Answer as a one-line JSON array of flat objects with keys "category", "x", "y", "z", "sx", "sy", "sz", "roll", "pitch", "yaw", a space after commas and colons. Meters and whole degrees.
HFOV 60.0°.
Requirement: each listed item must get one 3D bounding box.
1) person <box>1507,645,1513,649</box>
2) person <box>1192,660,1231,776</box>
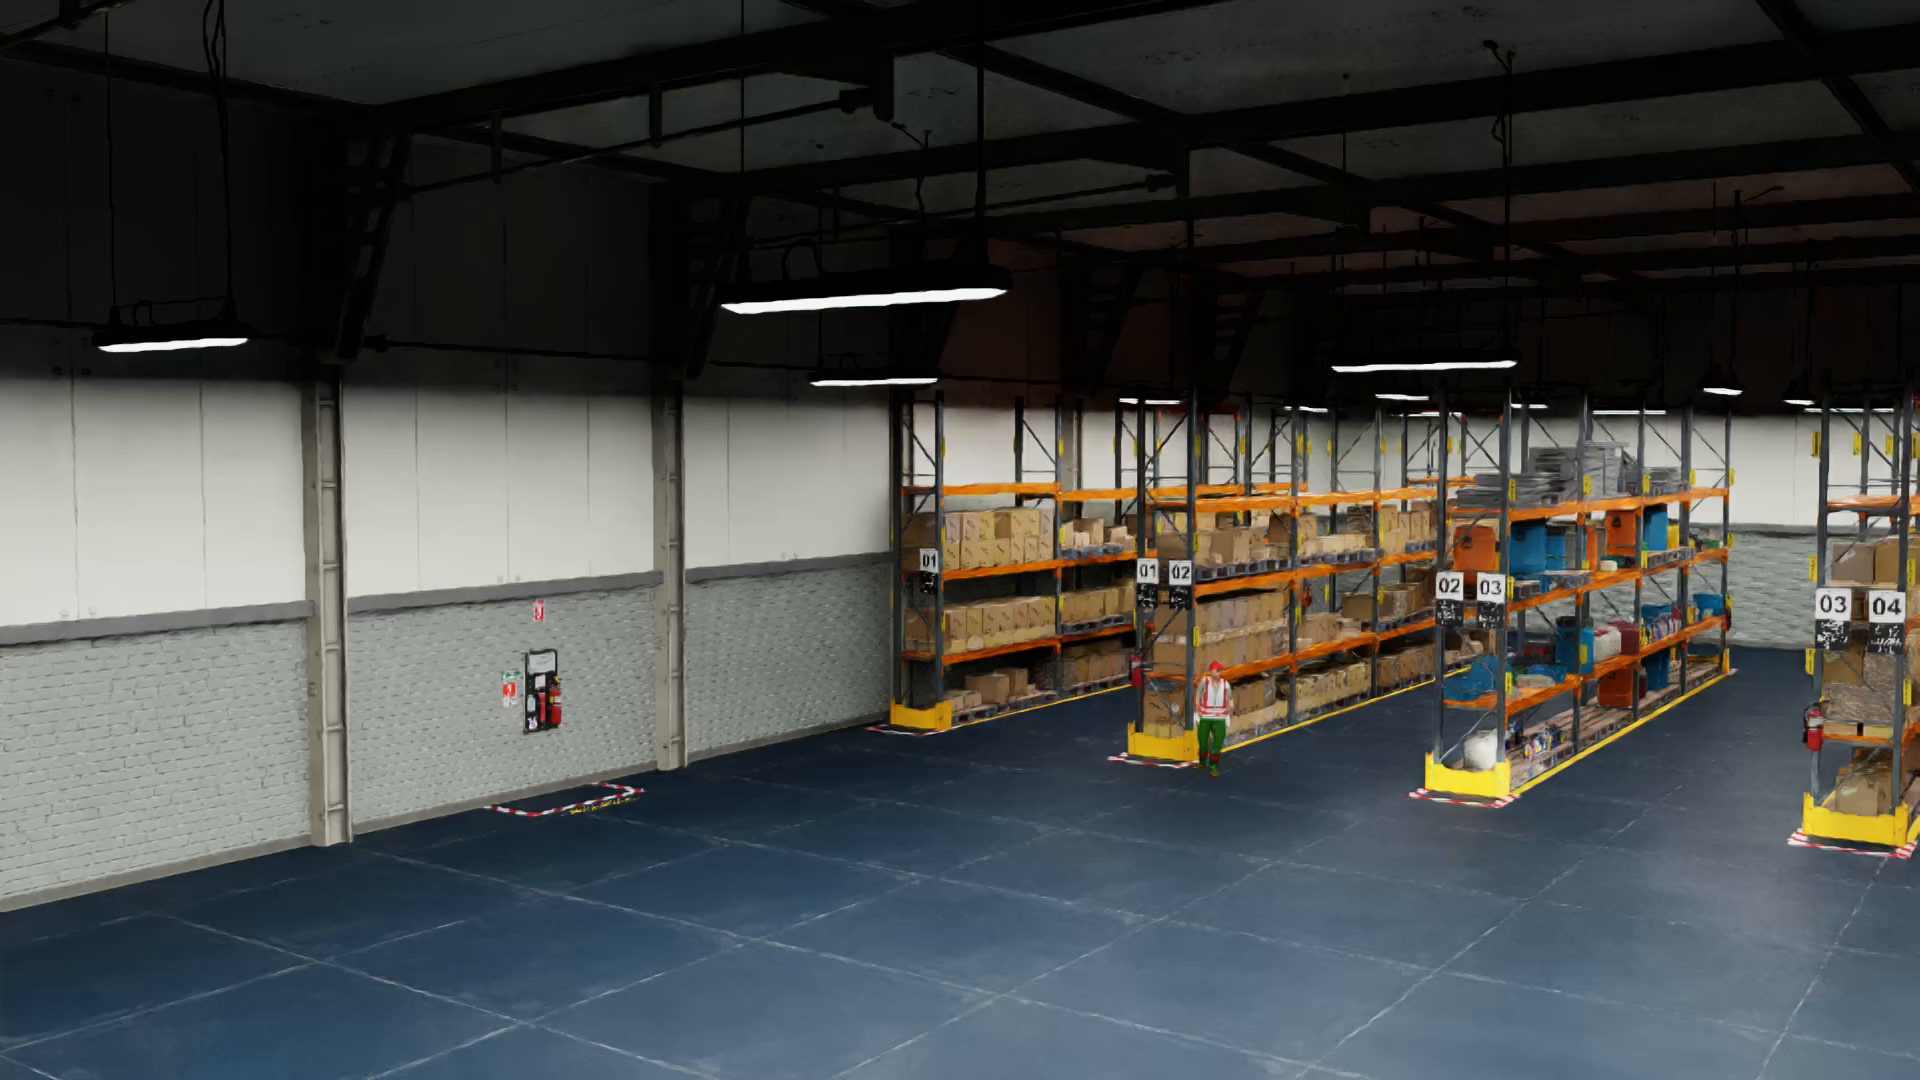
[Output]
[{"category": "person", "x": 13.163, "y": 1.799, "z": 40.857, "sx": 0.710, "sy": 1.785, "sz": 0.531, "roll": -1, "pitch": 3, "yaw": -18}, {"category": "person", "x": 3.830, "y": 2.692, "z": 25.339, "sx": 0.583, "sy": 1.776, "sz": 0.575, "roll": 0, "pitch": 3, "yaw": 0}]
